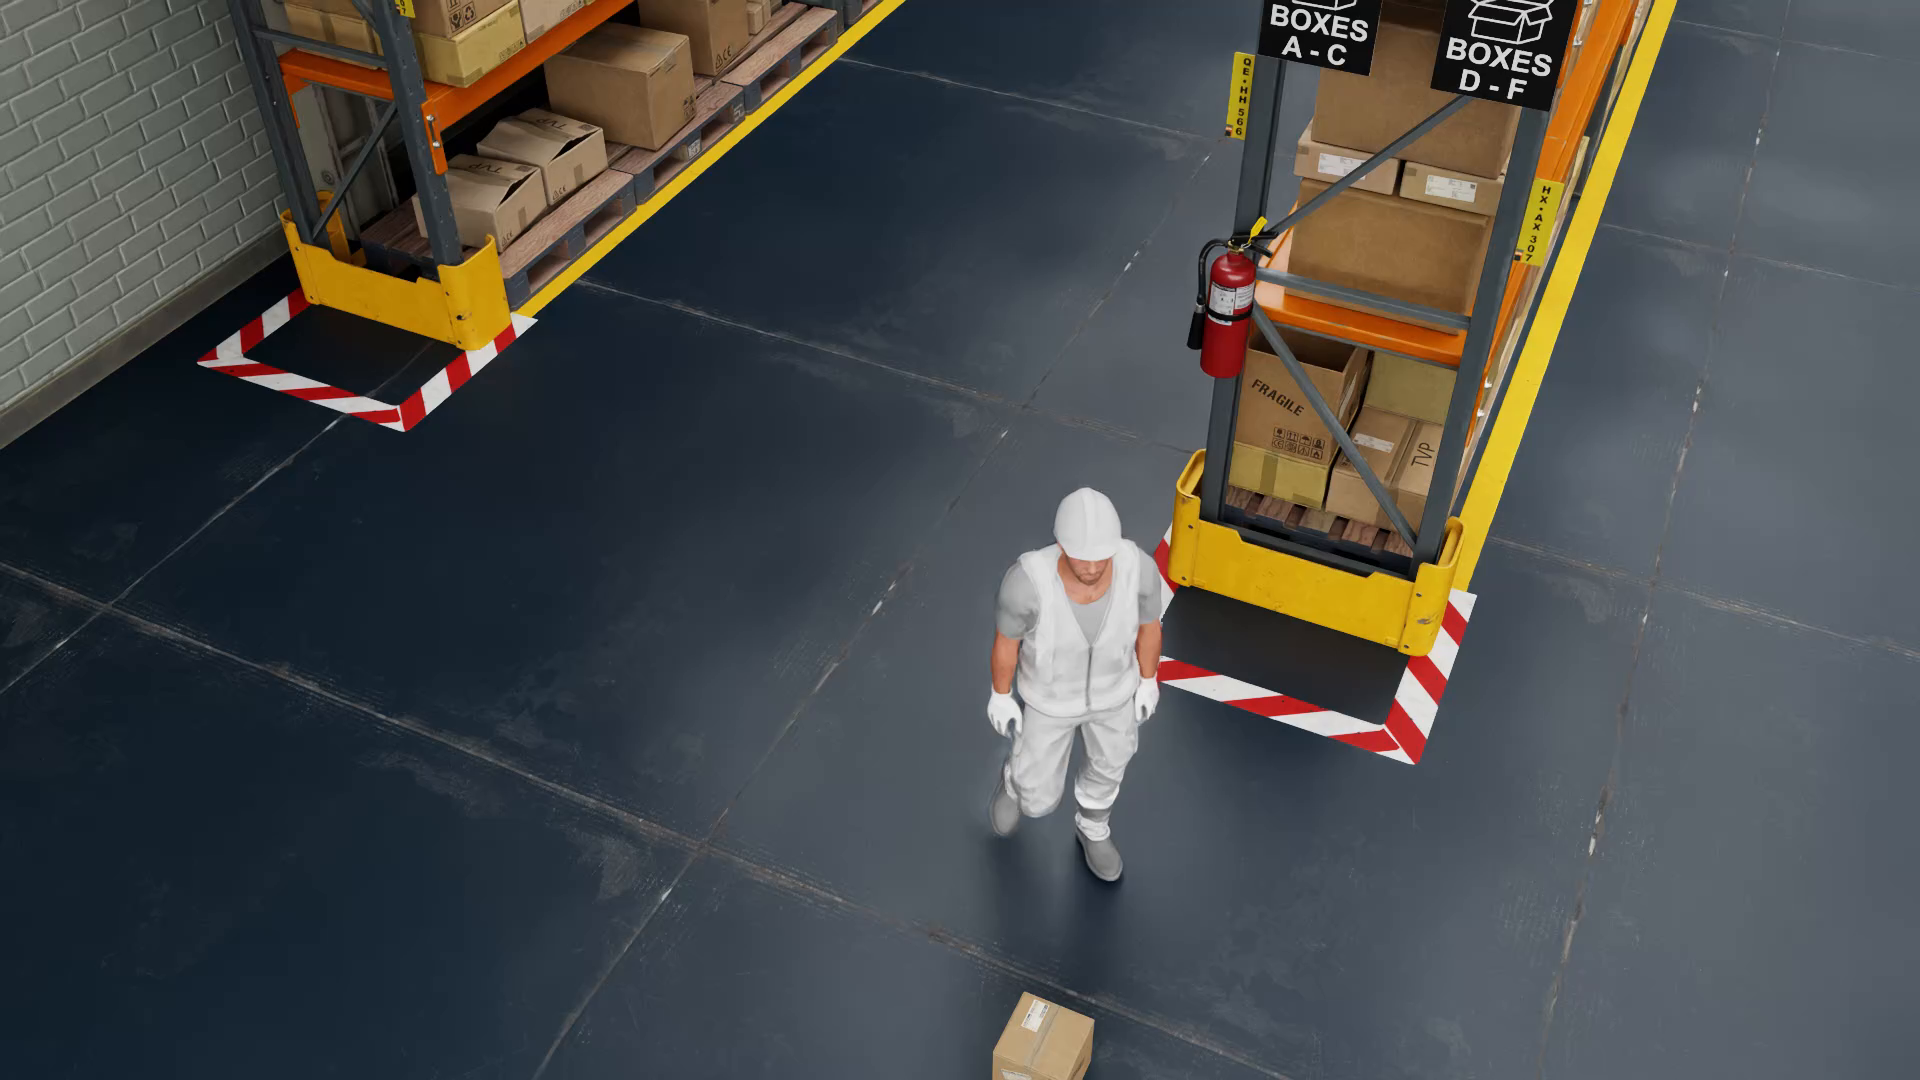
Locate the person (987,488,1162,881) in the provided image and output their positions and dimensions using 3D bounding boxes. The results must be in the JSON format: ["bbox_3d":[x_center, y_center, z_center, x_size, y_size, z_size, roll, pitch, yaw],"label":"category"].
[{"bbox_3d":[0.372,0.470,5.597,0.587,1.779,0.534,-10,43,-11],"label":"person"}]
